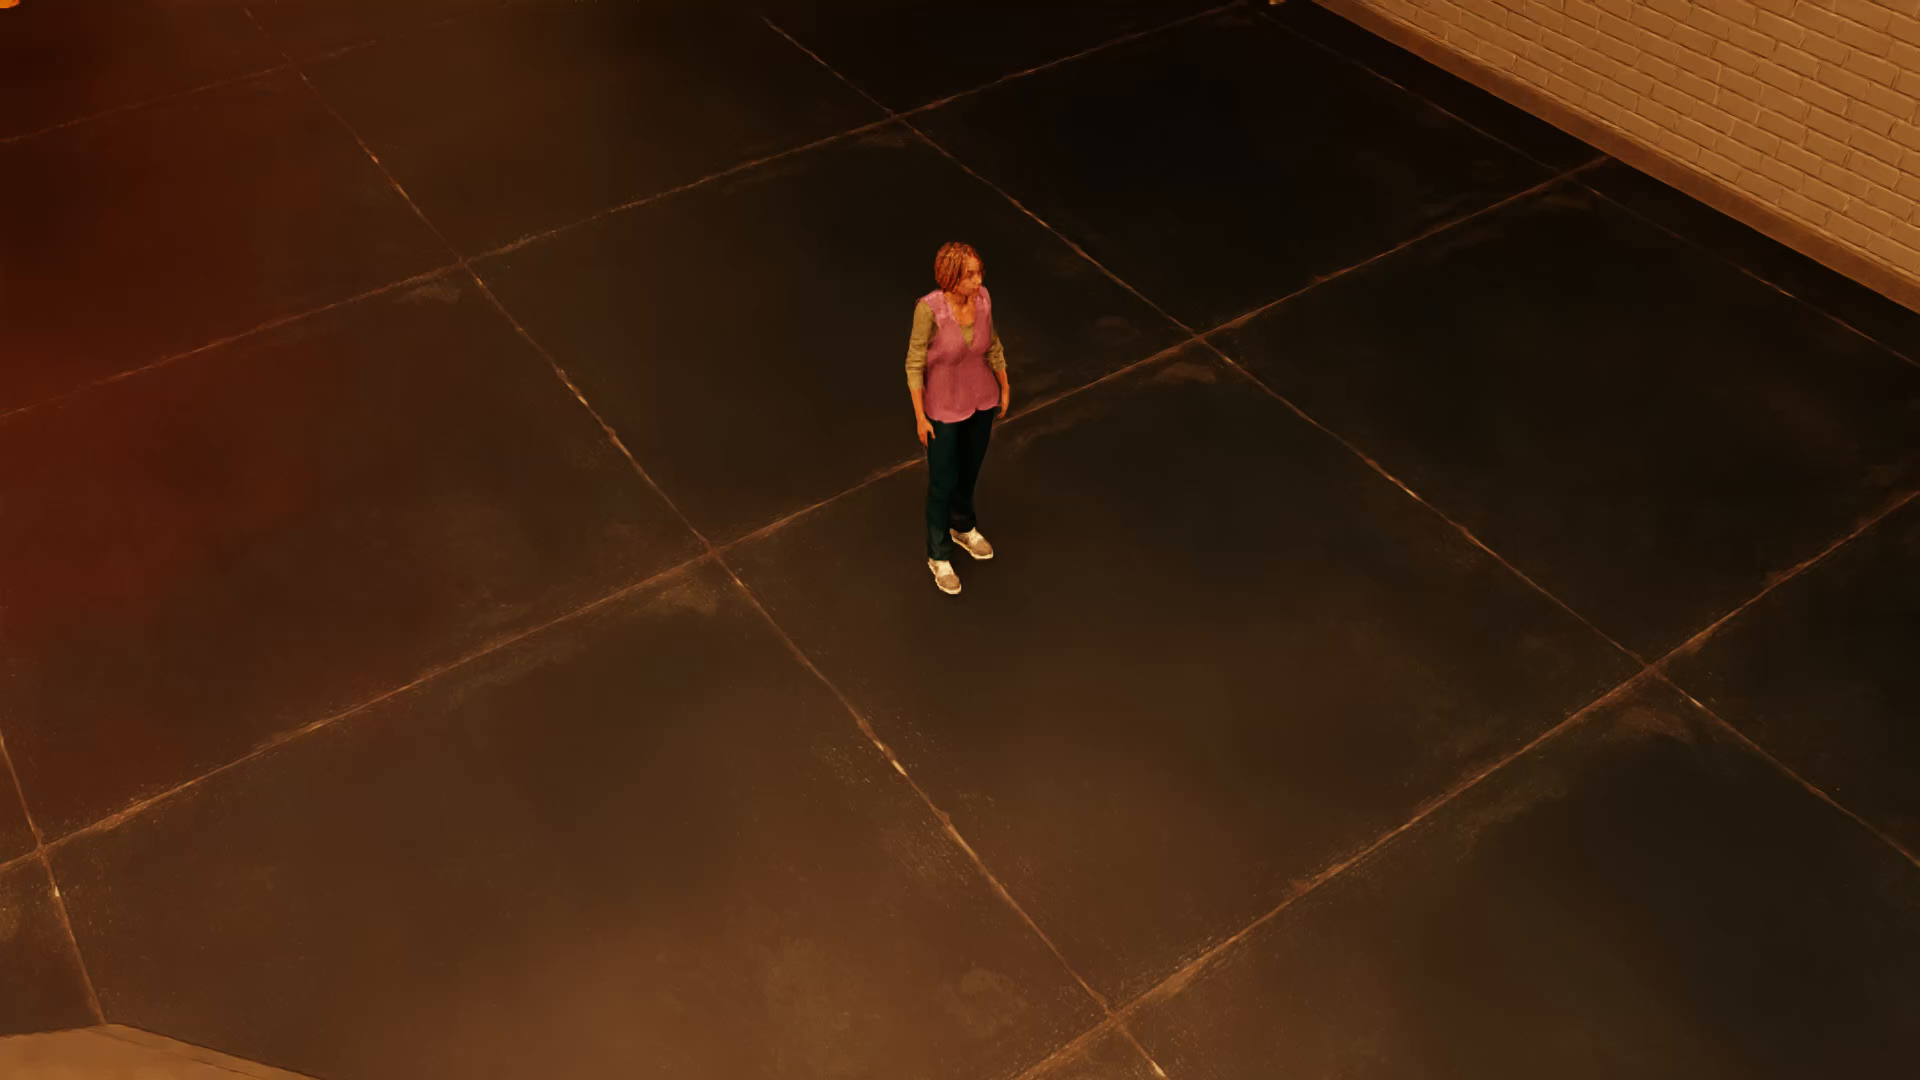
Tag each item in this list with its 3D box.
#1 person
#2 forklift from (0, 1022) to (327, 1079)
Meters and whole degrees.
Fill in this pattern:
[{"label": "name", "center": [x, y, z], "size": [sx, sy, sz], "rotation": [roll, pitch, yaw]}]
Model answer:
[{"label": "person", "center": [0.031, -0.546, 7.282], "size": [0.520, 1.597, 0.474], "rotation": [-25, 48, -25]}, {"label": "forklift", "center": [-1.448, 2.383, 3.129], "size": [1.130, 2.935, 3.031], "rotation": [11, 44, 11]}]
